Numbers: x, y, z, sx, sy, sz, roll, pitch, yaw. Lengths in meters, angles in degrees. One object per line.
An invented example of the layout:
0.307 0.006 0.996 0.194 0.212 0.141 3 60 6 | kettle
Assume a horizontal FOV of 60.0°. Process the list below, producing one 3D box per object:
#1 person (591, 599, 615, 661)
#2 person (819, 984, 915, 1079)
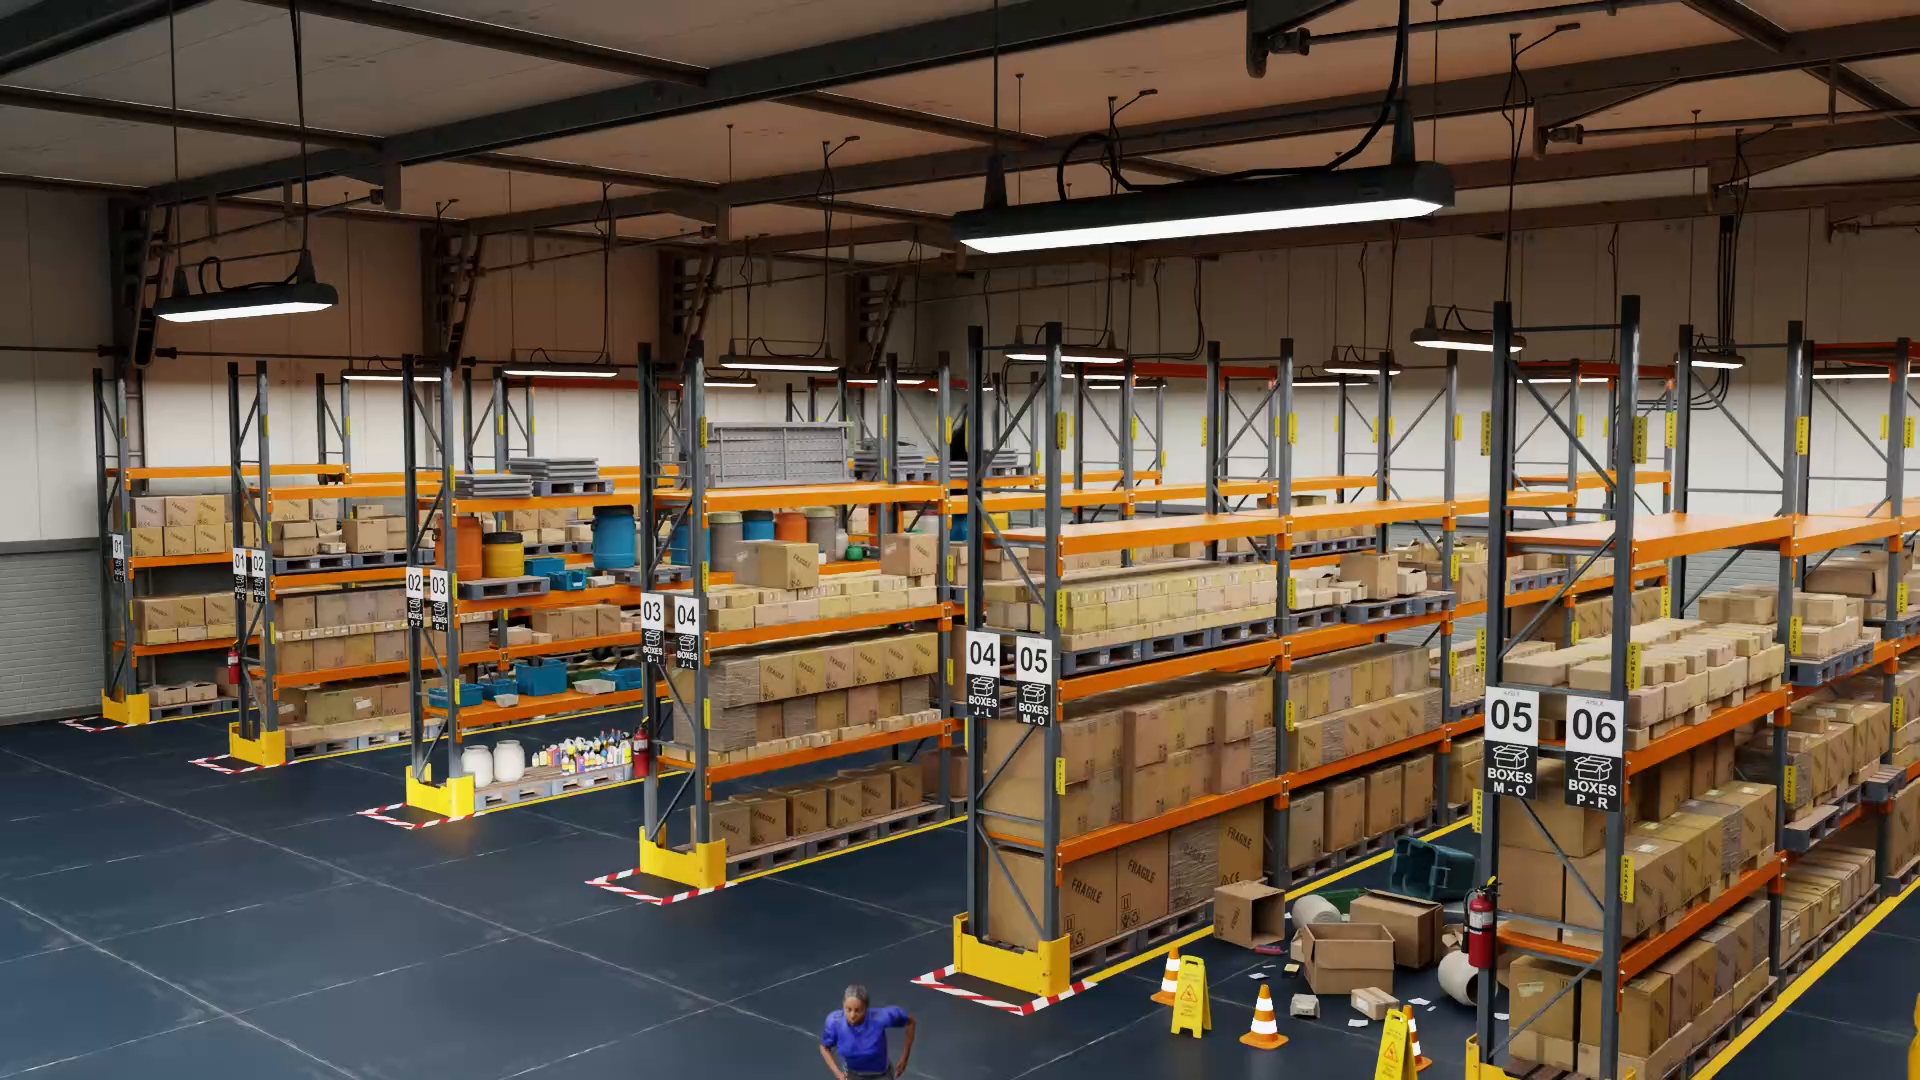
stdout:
-7.075 1.939 33.057 0.522 1.644 0.736 2 5 27 | person
-0.589 3.684 10.982 0.617 1.448 0.966 1 4 7 | person
